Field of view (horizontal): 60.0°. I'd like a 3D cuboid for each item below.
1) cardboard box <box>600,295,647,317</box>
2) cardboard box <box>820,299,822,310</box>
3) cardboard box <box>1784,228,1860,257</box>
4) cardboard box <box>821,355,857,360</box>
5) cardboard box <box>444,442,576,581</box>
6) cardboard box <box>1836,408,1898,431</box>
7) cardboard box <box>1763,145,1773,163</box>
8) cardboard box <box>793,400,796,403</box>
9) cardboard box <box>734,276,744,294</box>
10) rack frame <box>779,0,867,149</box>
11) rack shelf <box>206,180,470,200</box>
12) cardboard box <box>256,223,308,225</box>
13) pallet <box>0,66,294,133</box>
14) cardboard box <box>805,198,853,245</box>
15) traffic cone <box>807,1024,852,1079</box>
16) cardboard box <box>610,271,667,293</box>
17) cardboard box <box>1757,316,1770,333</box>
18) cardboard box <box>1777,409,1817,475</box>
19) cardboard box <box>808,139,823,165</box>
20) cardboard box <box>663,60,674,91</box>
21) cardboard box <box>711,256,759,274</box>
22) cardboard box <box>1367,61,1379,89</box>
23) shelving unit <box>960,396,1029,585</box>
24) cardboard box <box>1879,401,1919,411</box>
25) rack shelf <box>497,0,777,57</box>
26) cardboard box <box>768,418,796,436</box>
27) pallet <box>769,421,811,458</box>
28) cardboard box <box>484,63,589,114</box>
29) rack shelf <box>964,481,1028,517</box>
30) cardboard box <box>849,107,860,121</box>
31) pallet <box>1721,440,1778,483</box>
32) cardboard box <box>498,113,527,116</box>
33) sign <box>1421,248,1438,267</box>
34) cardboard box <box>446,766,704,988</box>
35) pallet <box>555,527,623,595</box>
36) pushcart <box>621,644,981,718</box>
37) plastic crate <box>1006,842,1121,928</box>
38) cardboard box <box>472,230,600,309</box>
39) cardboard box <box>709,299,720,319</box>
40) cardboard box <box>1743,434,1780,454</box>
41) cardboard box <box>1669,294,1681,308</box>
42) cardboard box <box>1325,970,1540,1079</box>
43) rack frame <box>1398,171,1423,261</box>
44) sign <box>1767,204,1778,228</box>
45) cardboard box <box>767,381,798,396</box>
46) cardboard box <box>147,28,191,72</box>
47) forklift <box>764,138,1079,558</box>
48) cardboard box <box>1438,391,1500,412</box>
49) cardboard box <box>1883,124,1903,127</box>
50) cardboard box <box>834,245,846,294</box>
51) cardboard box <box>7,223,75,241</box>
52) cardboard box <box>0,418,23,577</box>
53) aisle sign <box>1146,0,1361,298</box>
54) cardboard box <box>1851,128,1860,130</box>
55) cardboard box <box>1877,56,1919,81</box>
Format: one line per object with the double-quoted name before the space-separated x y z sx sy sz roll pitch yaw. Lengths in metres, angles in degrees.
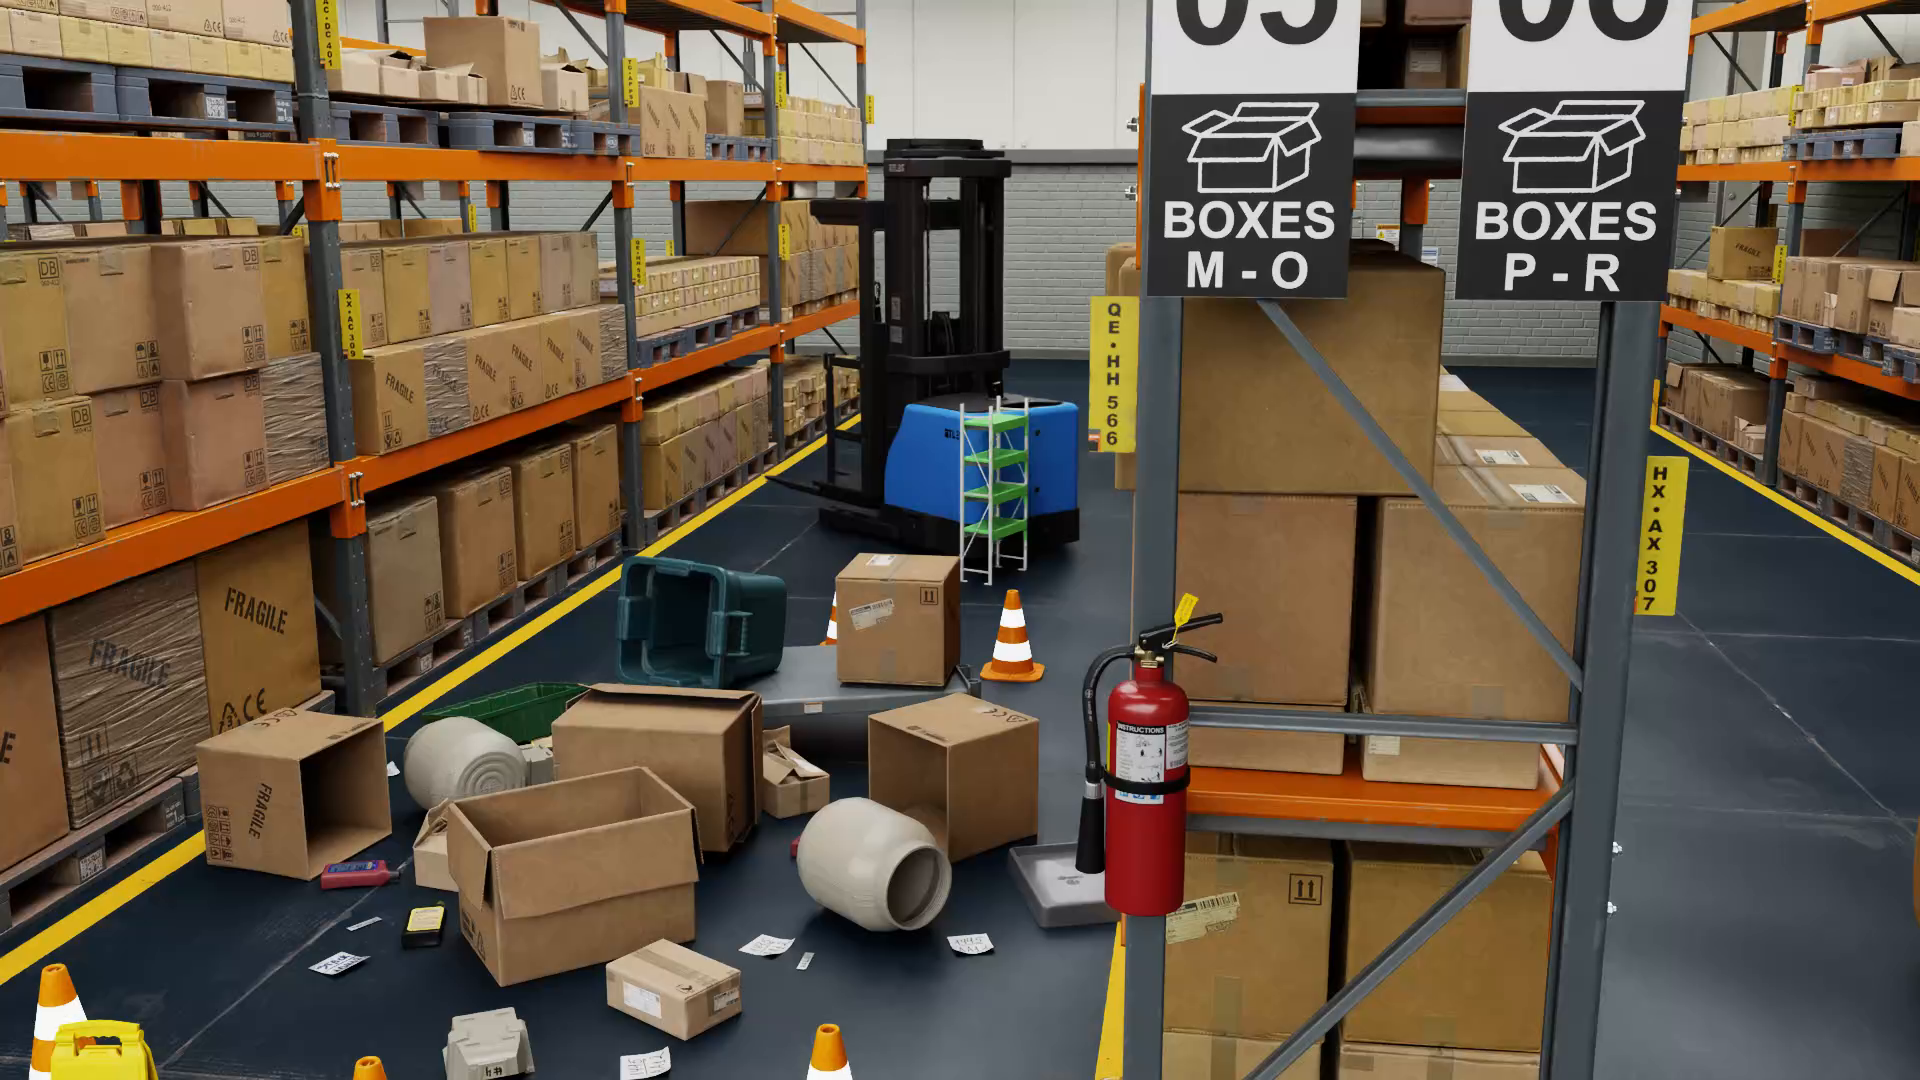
"cardboard box" -2.538 -1.728 12.287 0.380 0.149 0.250 2 12 11
"cardboard box" -1.678 -2.498 17.559 0.380 0.149 0.250 2 12 11
"cardboard box" 8.109 -2.680 15.678 0.500 0.500 0.500 2 12 7
"cardboard box" -1.411 -2.056 19.271 0.380 0.149 0.250 2 12 9
"cardboard box" -3.124 -0.206 10.672 1.050 0.750 0.750 2 12 10
"cardboard box" 7.200 -0.952 13.187 0.380 0.149 0.250 2 12 9
"cardboard box" 7.471 -3.474 14.970 0.380 0.149 0.250 2 12 11
"cardboard box" -1.871 -1.369 16.788 0.380 0.149 0.250 2 12 8
"cardboard box" -2.142 -2.271 14.806 0.380 0.149 0.250 2 12 11
"rack frame" -1.580 -6.004 18.995 1.000 3.000 0.127 2 12 9
"rack shelf" -6.773 -3.952 18.298 1.077 0.370 4.000 2 12 9
"cardboard box" -7.193 -3.068 17.479 0.500 0.500 0.500 2 12 9
"pallet" -3.562 -1.827 6.940 1.003 0.211 1.213 2 12 9
"cardboard box" -1.482 -3.546 18.511 0.500 0.500 0.500 1 12 7
"traffic cone" -0.343 1.507 4.402 0.336 0.463 0.334 2 12 9
"cardboard box" -2.467 -1.977 12.732 0.380 0.149 0.250 2 12 8
"cardboard box" 7.435 -1.946 15.001 0.380 0.149 0.250 2 12 10
"cardboard box" 7.320 -0.830 14.159 0.500 0.500 0.500 2 12 11
"cardboard box" -1.696 -3.932 16.856 0.500 0.250 0.500 2 12 11
"cardboard box" -2.396 -3.533 12.592 0.396 0.266 0.258 2 12 9
"cardboard box" -2.064 -2.522 15.265 0.380 0.149 0.250 2 12 11
"cardboard box" 1.315 -1.223 4.525 0.380 0.149 0.250 1 12 7
"shelving unit" 0.234 -0.343 11.235 0.258 1.200 0.503 7 14 30
"cardboard box" 7.781 -1.048 13.635 0.380 0.149 0.250 2 12 9
"rack shelf" -2.503 -4.208 13.317 1.077 0.370 4.000 2 12 9
"cardboard box" -1.822 -1.116 16.322 0.380 0.149 0.250 1 12 6
"pallet" -2.127 -1.017 16.711 1.003 0.211 1.213 2 12 9
"cardboard box" -2.675 -2.856 10.483 0.500 0.311 0.500 2 12 9
"rack shelf" 0.234 -0.280 11.249 0.258 0.148 0.480 7 14 30
"cardboard box" -1.341 -4.825 18.867 0.380 0.149 0.250 2 12 8
"pallet" 7.723 -0.719 15.331 1.003 0.211 1.213 2 12 9
"cardboard box" -3.139 -2.940 10.872 0.500 0.311 0.500 2 12 9
"sign" 6.744 -3.989 24.109 0.329 0.494 0.001 2 12 9
"cardboard box" -1.365 1.171 5.866 0.797 0.503 0.637 -7 14 -30
"pallet" -3.006 0.118 11.443 1.003 0.211 1.213 2 12 9
"pushcart" -0.779 0.784 7.960 1.648 0.377 0.936 -2 12 -11
"plastic crate" 0.429 1.293 6.303 0.402 0.080 0.583 -2 12 -11
"cardboard box" -2.889 -1.851 11.351 0.700 0.500 0.500 2 12 8
"cardboard box" -2.258 -1.961 14.073 0.380 0.149 0.250 2 12 11
"cardboard box" 7.412 -0.877 15.212 0.380 0.149 0.250 2 12 7
"cardboard box" 7.910 -2.590 17.988 0.380 0.149 0.250 2 12 8
"cardboard box" 1.263 1.378 4.508 0.500 0.250 0.500 2 12 8
"rack frame" 1.481 -0.434 7.389 1.000 3.000 0.127 2 12 9
"sign" 8.777 -3.471 17.979 0.100 0.325 0.005 2 12 9
"cardboard box" -1.846 -1.516 16.767 0.380 0.149 0.250 2 12 8
"cardboard box" -3.282 -1.926 6.551 0.380 0.149 0.250 2 12 9
"forklift" -0.440 -1.544 12.702 1.130 2.935 3.031 -10 15 -38
"cardboard box" 1.437 -0.206 5.385 0.500 0.500 0.500 2 12 7
"cardboard box" 7.594 -3.364 13.226 0.380 0.149 0.250 1 12 7
"cardboard box" -1.548 -2.951 18.124 0.500 0.500 0.500 2 12 9
"cardboard box" -7.567 -2.279 13.330 0.797 0.503 0.637 2 12 11
"cardboard box" -3.755 -0.121 5.578 0.875 0.550 0.550 2 12 9
"aisle sign" 0.570 -0.869 3.235 0.394 0.787 0.004 2 12 9
"cardboard box" 7.976 -3.574 14.488 0.500 0.250 0.500 2 12 7
"cardboard box" 7.630 -3.763 13.388 0.396 0.266 0.258 2 12 9
